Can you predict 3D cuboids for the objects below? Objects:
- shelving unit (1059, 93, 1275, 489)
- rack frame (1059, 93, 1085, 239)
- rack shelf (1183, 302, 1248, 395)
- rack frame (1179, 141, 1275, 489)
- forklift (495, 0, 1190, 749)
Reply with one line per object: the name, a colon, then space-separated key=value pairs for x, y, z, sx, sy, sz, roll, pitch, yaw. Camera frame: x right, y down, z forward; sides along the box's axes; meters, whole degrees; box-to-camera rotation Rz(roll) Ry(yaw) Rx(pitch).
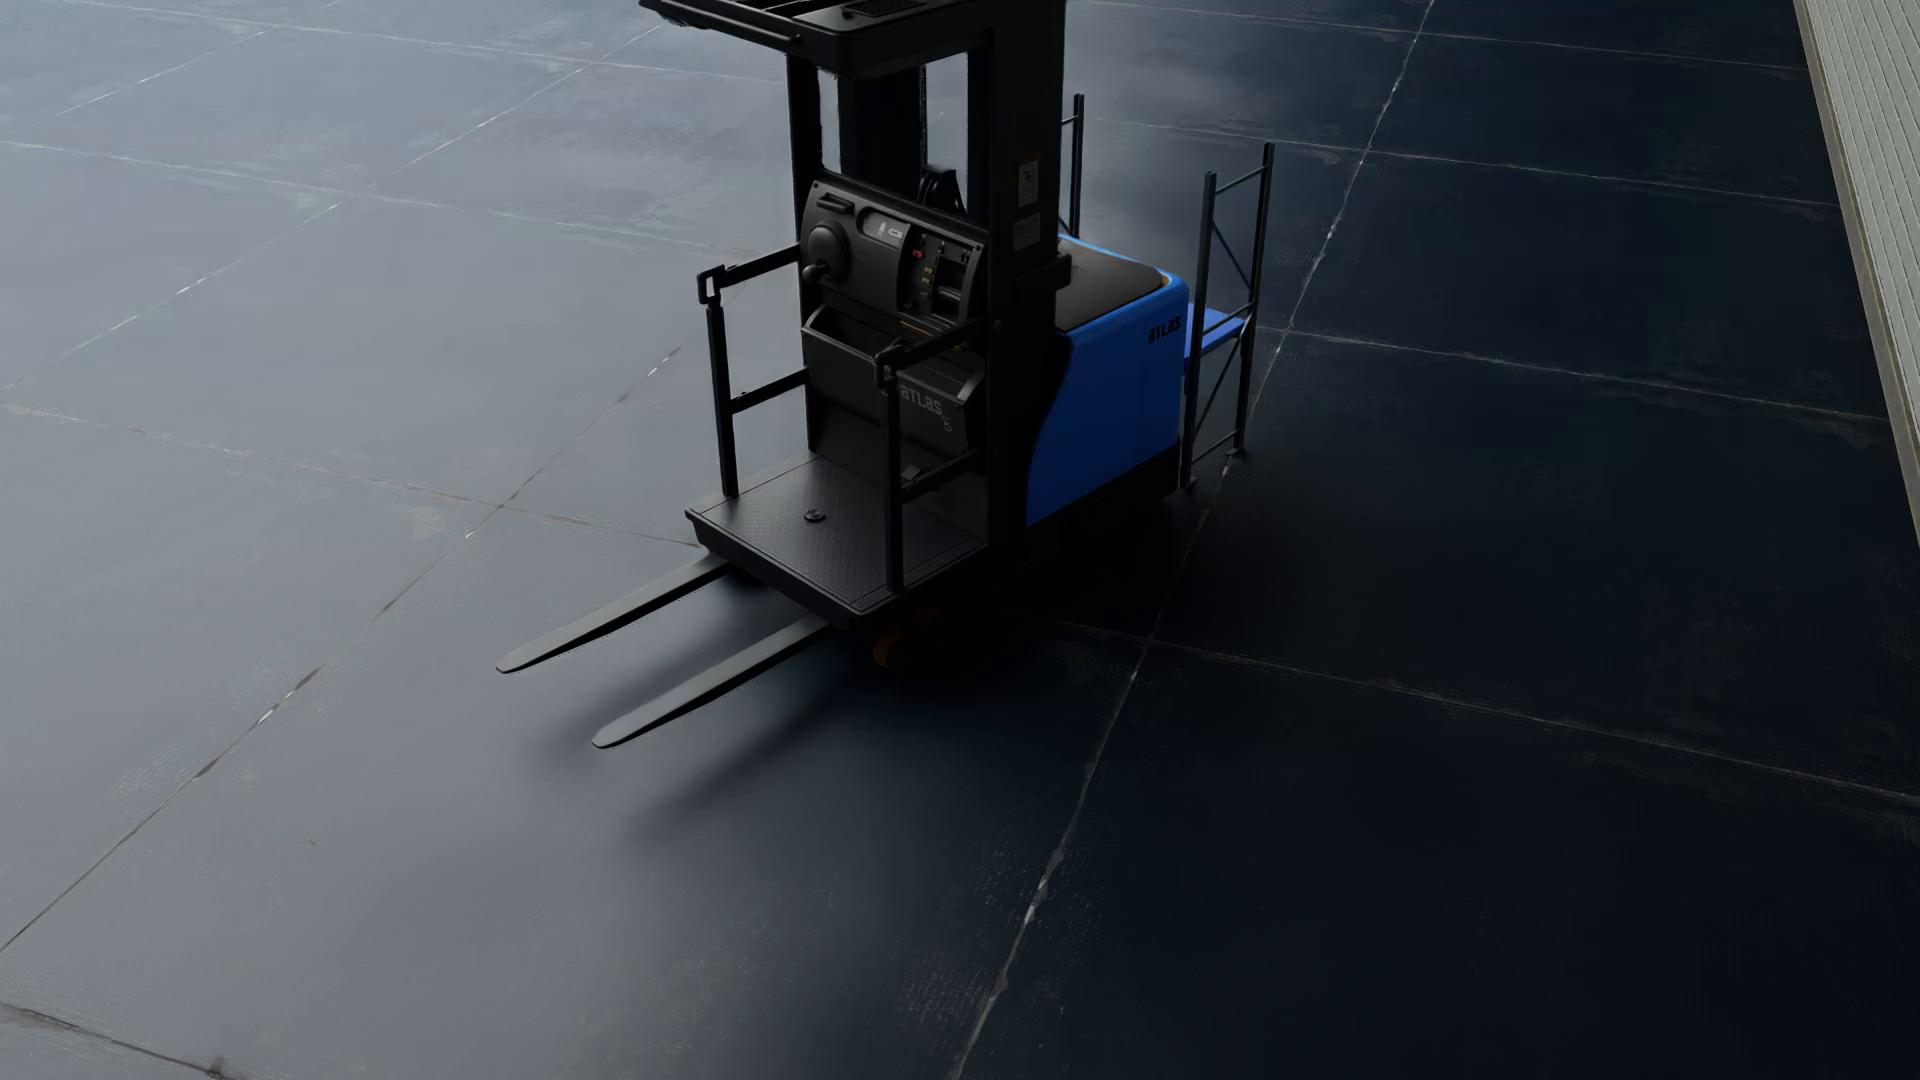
shelving unit: x=0.789 y=-1.150 z=7.649 sx=1.048 sy=1.500 sz=0.538 roll=25 pitch=40 yaw=33
rack frame: x=0.402 y=-1.329 z=7.925 sx=0.032 sy=1.500 sz=0.500 roll=25 pitch=40 yaw=33
rack shelf: x=0.789 y=-0.999 z=7.747 sx=1.000 sy=0.185 sz=0.538 roll=25 pitch=40 yaw=33
rack frame: x=1.177 y=-0.972 z=7.372 sx=0.032 sy=1.500 sz=0.500 roll=25 pitch=40 yaw=33
forklift: x=-0.413 y=-1.037 z=6.154 sx=1.130 sy=2.935 sz=3.031 roll=28 pitch=42 yaw=36
